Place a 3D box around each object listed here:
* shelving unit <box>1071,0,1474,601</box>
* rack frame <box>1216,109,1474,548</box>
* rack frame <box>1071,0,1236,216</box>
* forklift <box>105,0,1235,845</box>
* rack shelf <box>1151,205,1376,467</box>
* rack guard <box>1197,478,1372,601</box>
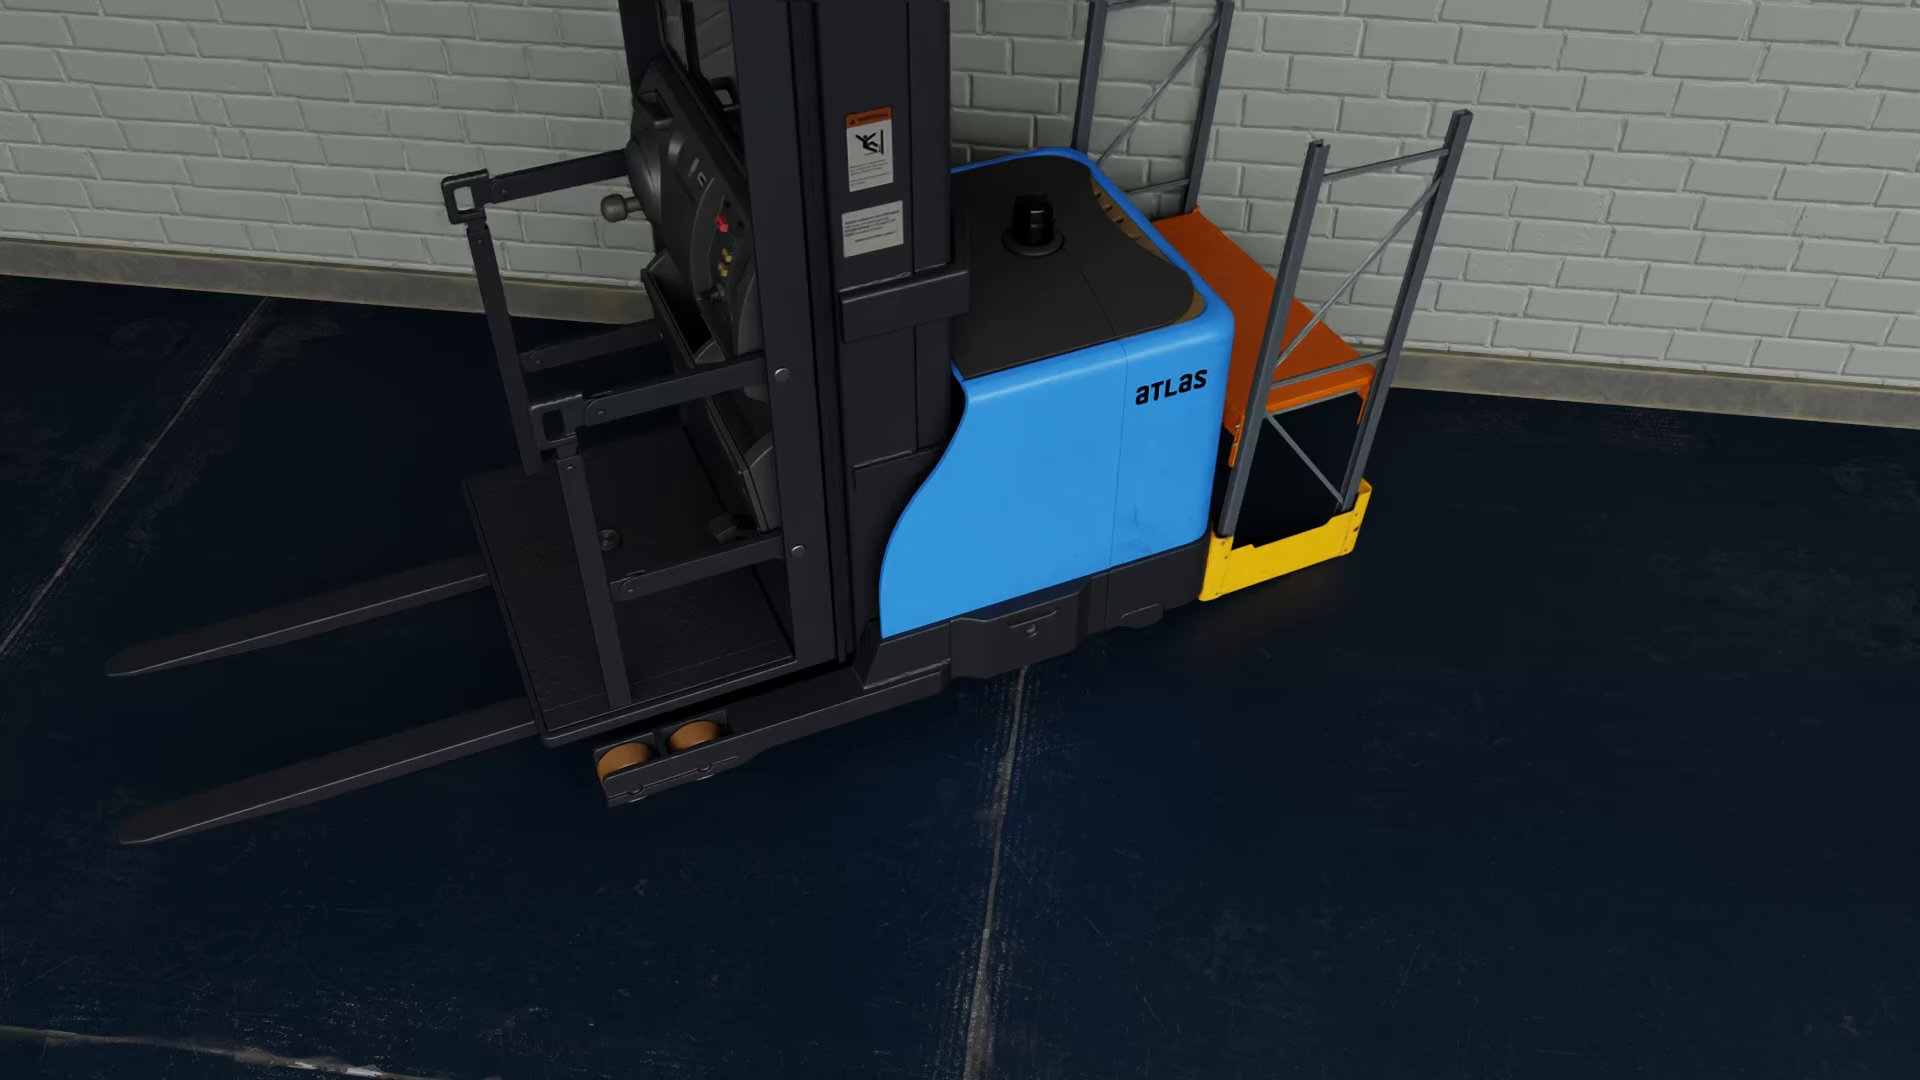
[{"bbox_3d":[0.789,-0.778,4.946,0.587,1.500,1.083,-17,47,-23],"label":"shelving unit"},{"bbox_3d":[1.021,-0.469,4.630,0.500,1.500,0.032,-17,47,-23],"label":"rack frame"},{"bbox_3d":[0.549,-1.099,5.273,0.500,1.500,0.032,-17,47,-23],"label":"rack frame"},{"bbox_3d":[-0.829,-0.770,3.931,3.031,2.935,1.130,-16,46,-17],"label":"forklift"},{"bbox_3d":[0.771,-0.651,5.072,0.538,0.185,1.000,-17,47,-23],"label":"rack shelf"},{"bbox_3d":[0.974,-0.007,5.049,0.587,0.250,0.087,-17,47,-23],"label":"rack guard"}]
